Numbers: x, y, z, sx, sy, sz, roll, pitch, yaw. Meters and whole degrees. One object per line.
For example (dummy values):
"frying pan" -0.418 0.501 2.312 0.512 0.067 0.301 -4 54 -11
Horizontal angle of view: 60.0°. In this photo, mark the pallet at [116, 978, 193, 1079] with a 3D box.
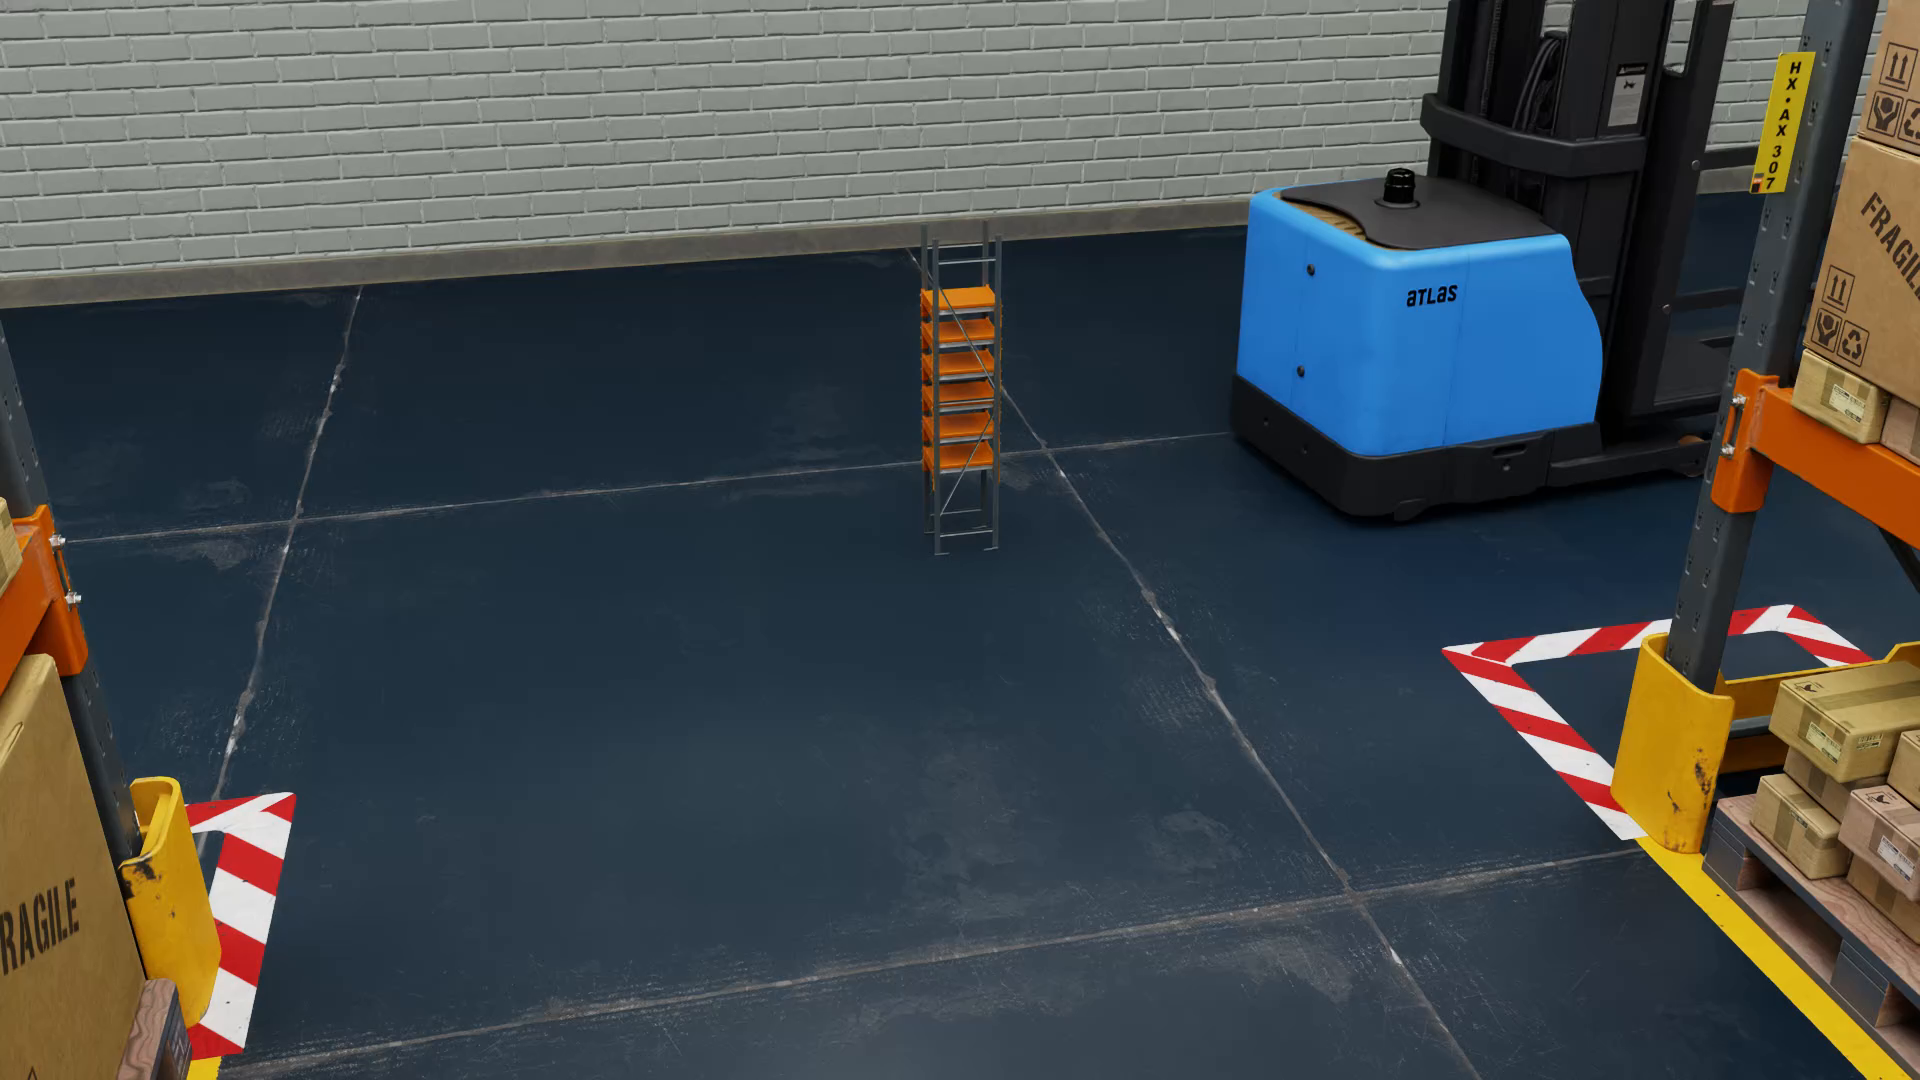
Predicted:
"pallet" -2.145 1.405 3.231 1.003 0.211 1.213 -6 27 -12

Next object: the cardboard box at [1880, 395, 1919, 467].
"cardboard box" 2.305 -0.247 3.689 0.380 0.149 0.250 -5 27 -10

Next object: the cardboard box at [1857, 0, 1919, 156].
"cardboard box" 2.296 -1.042 3.434 0.500 0.500 0.500 -6 27 -12

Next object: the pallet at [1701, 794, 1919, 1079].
"pallet" 2.619 0.997 4.041 1.003 0.211 1.213 -6 27 -12

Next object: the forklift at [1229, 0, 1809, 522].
"forklift" 2.713 -1.777 6.517 3.031 2.935 1.130 -9 28 -18

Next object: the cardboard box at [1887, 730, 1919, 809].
"cardboard box" 2.420 0.551 3.867 0.380 0.149 0.250 -5 27 -11

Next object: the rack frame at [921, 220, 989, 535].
"rack frame" -0.017 -0.569 6.047 0.240 1.200 0.006 -6 27 -12

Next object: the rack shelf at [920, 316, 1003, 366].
"rack shelf" 0.003 -0.704 5.879 0.258 0.103 0.180 -6 27 -12

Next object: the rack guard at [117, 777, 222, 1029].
"rack guard" -2.407 0.923 3.867 1.175 0.500 0.348 -6 27 -12

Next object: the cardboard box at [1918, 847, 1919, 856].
"cardboard box" 2.352 0.675 3.622 0.380 0.149 0.250 -6 27 -12

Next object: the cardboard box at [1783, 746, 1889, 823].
"cardboard box" 2.322 0.567 4.166 0.380 0.149 0.250 -5 27 -9

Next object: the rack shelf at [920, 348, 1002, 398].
"rack shelf" 0.003 -0.597 5.933 0.258 0.103 0.180 -6 27 -12

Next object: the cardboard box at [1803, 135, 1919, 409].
"cardboard box" 2.286 -0.594 3.657 0.500 0.500 0.500 -5 27 -9

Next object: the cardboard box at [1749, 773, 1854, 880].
"cardboard box" 2.260 0.706 4.220 0.380 0.149 0.250 -5 27 -11

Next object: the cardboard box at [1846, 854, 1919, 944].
"cardboard box" 2.399 0.812 4.009 0.380 0.149 0.250 -6 27 -12

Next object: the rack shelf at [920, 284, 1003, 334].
"rack shelf" 0.003 -0.811 5.825 0.258 0.103 0.180 -6 27 -12

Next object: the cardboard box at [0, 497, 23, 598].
"cardboard box" -2.000 0.052 3.096 0.380 0.149 0.250 -5 27 -11

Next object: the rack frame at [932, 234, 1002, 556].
"rack frame" 0.024 -0.489 5.887 0.240 1.200 0.006 -6 27 -12

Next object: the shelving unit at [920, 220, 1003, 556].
"shelving unit" 0.003 -0.529 5.967 0.258 1.200 0.189 -6 27 -12

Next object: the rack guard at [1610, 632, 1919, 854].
"rack guard" 2.471 0.507 4.690 1.175 0.500 0.348 -6 27 -12

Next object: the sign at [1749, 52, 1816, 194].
"sign" 1.925 -0.973 3.888 0.100 0.325 0.005 -6 27 -12

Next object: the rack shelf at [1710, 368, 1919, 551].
"rack shelf" 2.904 0.557 2.615 1.077 0.370 4.000 -6 27 -12

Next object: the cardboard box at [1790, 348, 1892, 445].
"cardboard box" 2.207 -0.354 3.902 0.380 0.149 0.250 -6 27 -12

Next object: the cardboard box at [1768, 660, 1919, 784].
"cardboard box" 2.241 0.442 4.082 0.380 0.149 0.250 -7 28 -14

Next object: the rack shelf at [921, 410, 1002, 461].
"rack shelf" 0.003 -0.382 6.041 0.258 0.103 0.180 -6 27 -12

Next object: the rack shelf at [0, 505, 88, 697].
"rack shelf" -1.951 1.017 1.705 1.077 0.370 4.000 -6 27 -12

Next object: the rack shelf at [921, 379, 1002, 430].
"rack shelf" 0.003 -0.490 5.987 0.258 0.103 0.180 -6 27 -12

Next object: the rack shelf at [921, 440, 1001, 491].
"rack shelf" 0.003 -0.275 6.095 0.258 0.103 0.180 -6 27 -12

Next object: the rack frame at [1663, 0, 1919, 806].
"rack frame" 2.454 -0.642 4.193 1.000 3.000 0.127 -6 27 -12

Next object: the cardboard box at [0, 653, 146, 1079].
"cardboard box" -2.179 0.851 3.126 0.875 0.875 0.875 -6 27 -12

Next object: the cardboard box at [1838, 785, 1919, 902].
"cardboard box" 2.328 0.693 3.917 0.380 0.149 0.250 -6 27 -12

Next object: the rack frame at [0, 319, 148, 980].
"rack frame" -2.401 -0.183 3.283 1.000 3.000 0.127 -6 27 -12
